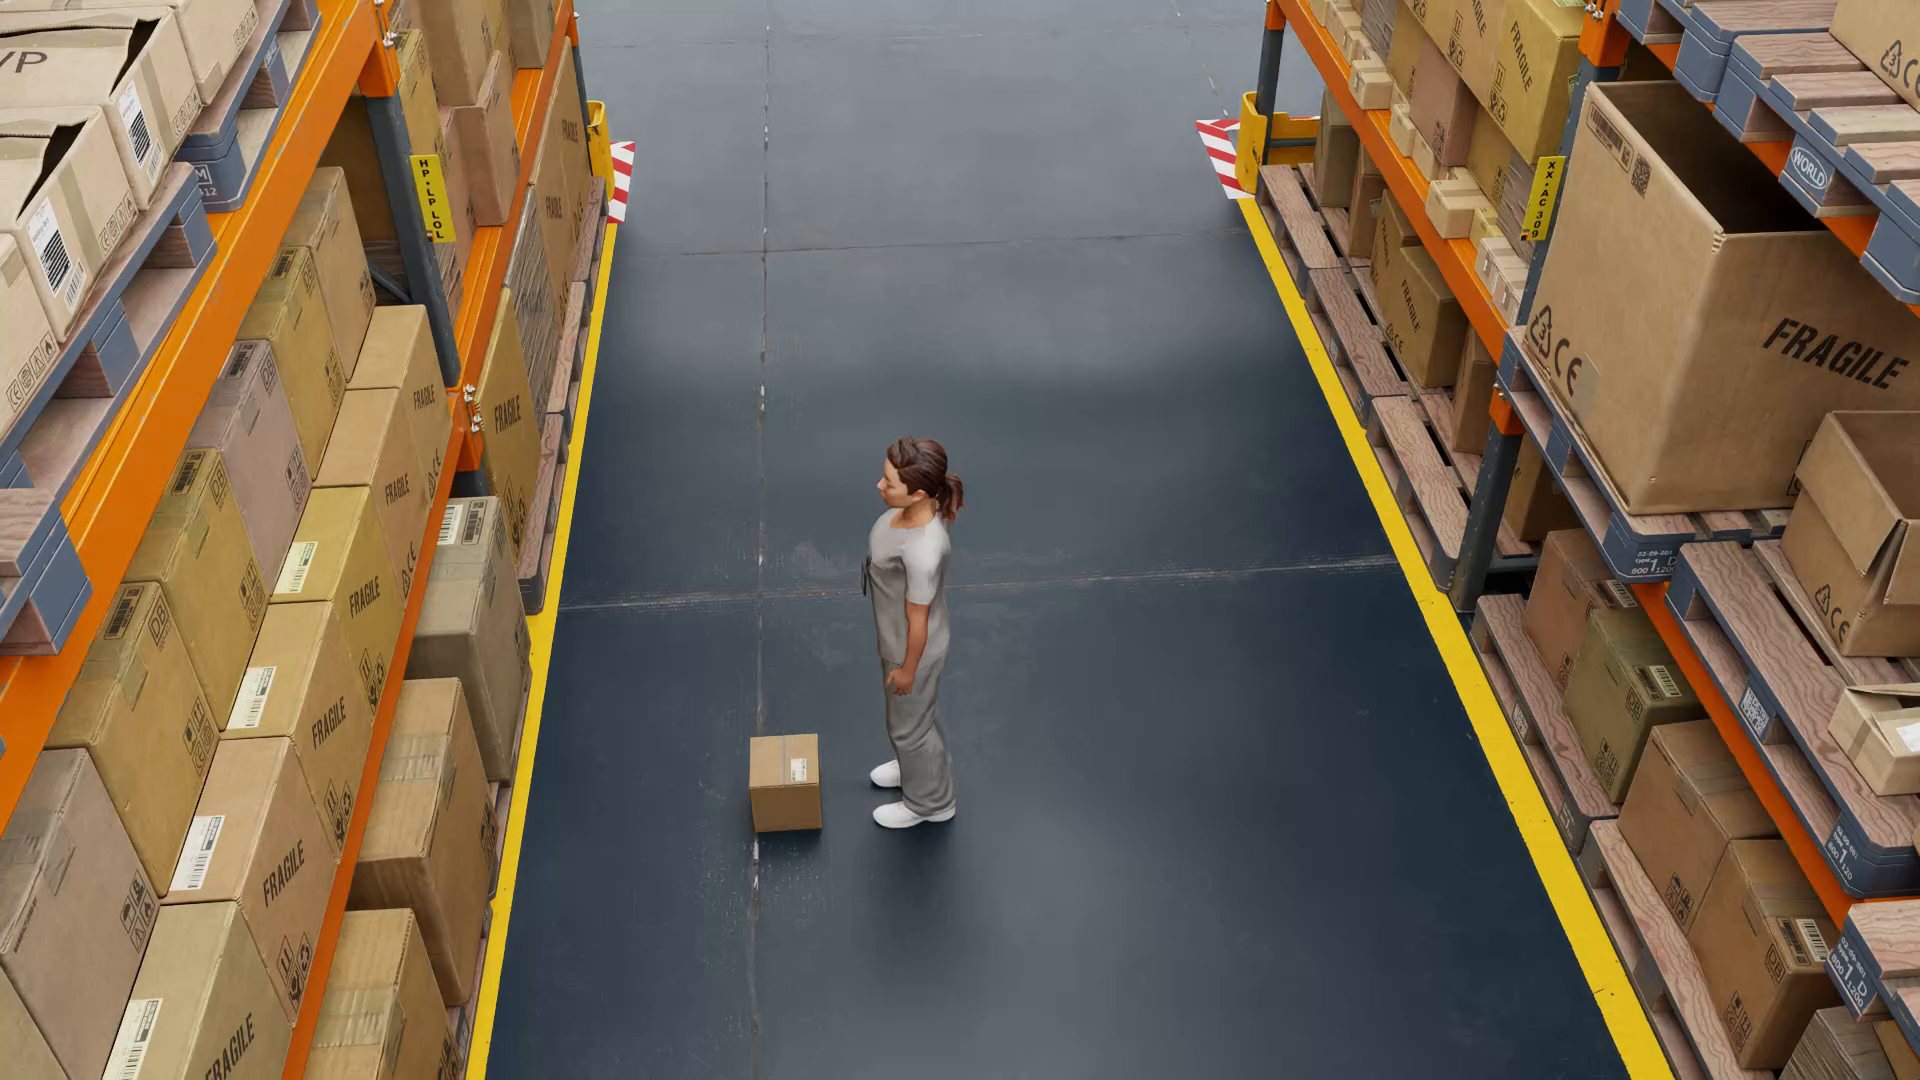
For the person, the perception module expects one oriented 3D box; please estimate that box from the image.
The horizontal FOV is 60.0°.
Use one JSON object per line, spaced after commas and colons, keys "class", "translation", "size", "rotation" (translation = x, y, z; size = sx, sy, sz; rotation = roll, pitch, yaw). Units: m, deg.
{"class": "person", "translation": [-0.155, 0.337, 5.750], "size": [0.361, 1.667, 0.437], "rotation": [-2, 39, -3]}
